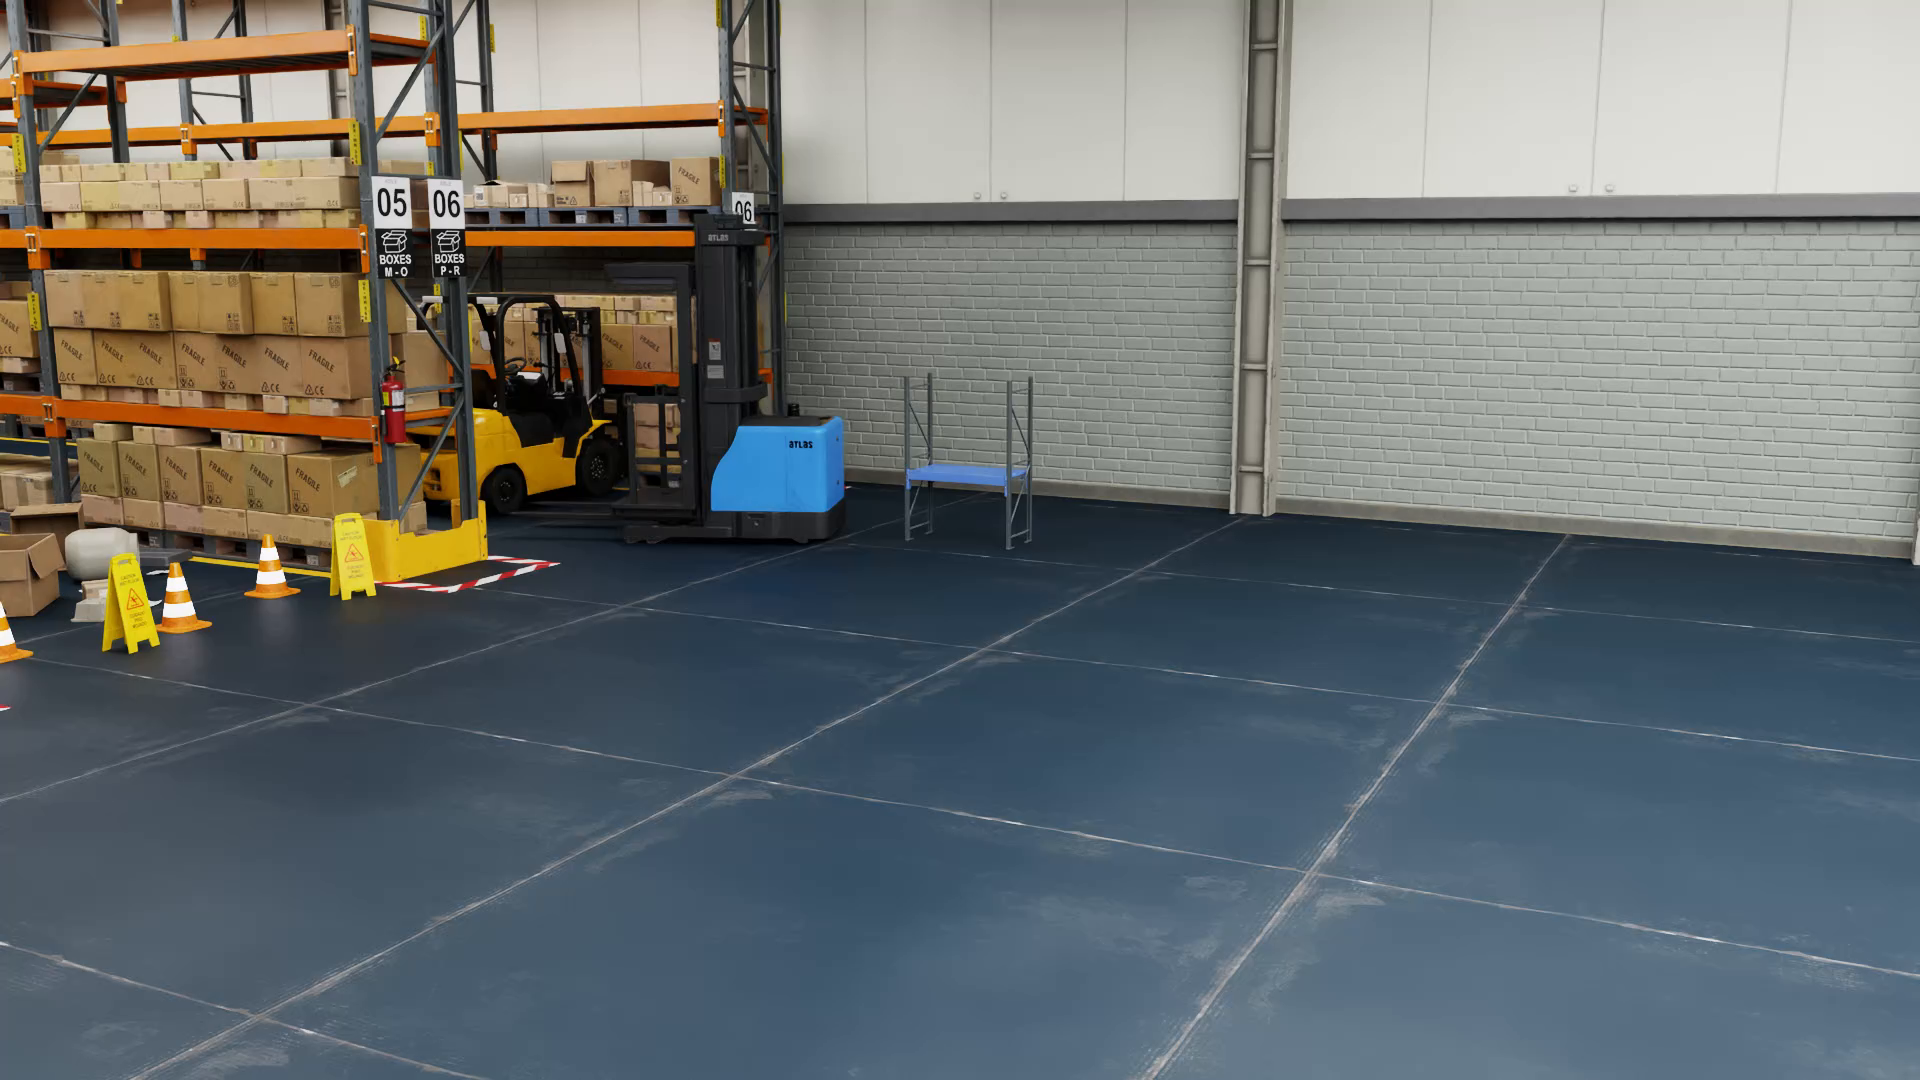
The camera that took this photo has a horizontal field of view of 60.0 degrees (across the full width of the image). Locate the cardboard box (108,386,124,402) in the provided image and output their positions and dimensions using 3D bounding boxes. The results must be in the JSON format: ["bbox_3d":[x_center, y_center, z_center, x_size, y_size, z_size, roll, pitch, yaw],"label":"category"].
[{"bbox_3d":[-7.342,-1.320,14.824,0.250,0.149,0.380,5,11,26],"label":"cardboard box"}]

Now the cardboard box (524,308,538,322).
[{"bbox_3d":[-4.720,-2.553,18.831,0.250,0.149,0.380,5,11,25],"label":"cardboard box"}]

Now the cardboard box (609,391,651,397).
[{"bbox_3d":[-3.901,-1.560,19.181,0.500,0.250,0.500,5,11,25],"label":"cardboard box"}]

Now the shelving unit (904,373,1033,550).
[{"bbox_3d":[0.076,-0.731,15.079,1.048,1.500,0.538,5,11,26],"label":"shelving unit"}]

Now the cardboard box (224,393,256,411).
[{"bbox_3d":[-6.005,-1.193,14.125,0.250,0.149,0.380,5,11,25],"label":"cardboard box"}]

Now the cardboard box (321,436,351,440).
[{"bbox_3d":[-7.631,-1.539,20.818,0.625,0.625,0.875,5,11,23],"label":"cardboard box"}]

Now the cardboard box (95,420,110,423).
[{"bbox_3d":[-11.241,-1.751,22.340,0.500,0.500,0.500,5,11,24],"label":"cardboard box"}]

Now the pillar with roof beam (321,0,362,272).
[{"bbox_3d":[-9.715,-4.961,17.393,0.400,9.000,9.100,5,11,26],"label":"pillar with roof beam"}]

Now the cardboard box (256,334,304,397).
[{"bbox_3d":[-5.452,-1.466,13.813,0.500,0.500,0.500,5,11,26],"label":"cardboard box"}]

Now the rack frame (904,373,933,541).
[{"bbox_3d":[-0.379,-0.771,15.301,0.032,1.500,0.500,5,11,26],"label":"rack frame"}]

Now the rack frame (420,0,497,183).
[{"bbox_3d":[-5.791,-5.292,19.223,0.127,3.000,1.000,5,11,26],"label":"rack frame"}]

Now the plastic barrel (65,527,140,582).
[{"bbox_3d":[-6.919,0.115,13.426,0.512,0.421,0.421,-4,11,-23],"label":"plastic barrel"}]

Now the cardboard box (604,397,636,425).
[{"bbox_3d":[-3.672,-1.434,18.487,0.500,0.250,0.500,5,11,27],"label":"cardboard box"}]

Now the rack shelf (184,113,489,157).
[{"bbox_3d":[-7.585,-4.899,20.193,4.000,0.370,1.077,5,11,26],"label":"rack shelf"}]

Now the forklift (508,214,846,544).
[{"bbox_3d":[-2.636,-1.499,15.305,3.031,2.935,1.130,1,10,6],"label":"forklift"}]

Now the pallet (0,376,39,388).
[{"bbox_3d":[-9.778,-1.618,16.308,1.213,0.211,1.003,5,11,26],"label":"pallet"}]

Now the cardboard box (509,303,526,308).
[{"bbox_3d":[-4.944,-2.721,18.923,0.250,0.149,0.380,5,12,27],"label":"cardboard box"}]

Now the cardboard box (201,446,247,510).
[{"bbox_3d":[-6.150,-0.557,14.343,0.500,0.500,0.500,5,11,24],"label":"cardboard box"}]

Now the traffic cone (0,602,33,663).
[{"bbox_3d":[-6.344,0.546,10.932,0.334,0.463,0.336,5,11,26],"label":"traffic cone"}]

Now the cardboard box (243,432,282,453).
[{"bbox_3d":[-5.814,-0.834,14.048,0.250,0.149,0.380,5,12,27],"label":"cardboard box"}]

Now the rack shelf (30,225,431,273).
[{"bbox_3d":[-6.190,-2.511,14.301,4.000,0.370,1.077,5,11,26],"label":"rack shelf"}]

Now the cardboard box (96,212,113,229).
[{"bbox_3d":[-7.332,-2.804,14.604,0.250,0.149,0.380,5,11,26],"label":"cardboard box"}]

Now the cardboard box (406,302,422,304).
[{"bbox_3d":[-6.691,-2.837,20.398,0.250,0.149,0.380,5,11,25],"label":"cardboard box"}]

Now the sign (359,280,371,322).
[{"bbox_3d":[-4.660,-1.870,13.021,0.005,0.325,0.100,5,11,26],"label":"sign"}]

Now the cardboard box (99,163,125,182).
[{"bbox_3d":[-7.143,-3.152,14.286,0.250,0.149,0.380,5,11,25],"label":"cardboard box"}]

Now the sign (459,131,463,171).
[{"bbox_3d":[-4.157,-3.225,13.767,0.005,0.325,0.100,5,11,26],"label":"sign"}]

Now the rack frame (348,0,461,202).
[{"bbox_3d":[-4.397,-4.184,13.099,0.127,3.000,1.000,5,11,26],"label":"rack frame"}]

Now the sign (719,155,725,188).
[{"bbox_3d":[-2.456,-3.812,17.204,0.005,0.325,0.100,5,11,26],"label":"sign"}]

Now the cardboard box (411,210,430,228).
[{"bbox_3d":[-4.551,-2.662,13.820,0.250,0.149,0.380,5,11,26],"label":"cardboard box"}]

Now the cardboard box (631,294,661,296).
[{"bbox_3d":[-3.528,-2.720,18.918,0.250,0.149,0.380,5,11,24],"label":"cardboard box"}]

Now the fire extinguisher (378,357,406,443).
[{"bbox_3d":[-4.498,-1.111,13.184,0.183,0.674,0.296,5,11,26],"label":"fire extinguisher"}]

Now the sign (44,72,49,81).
[{"bbox_3d":[-12.725,-6.549,23.101,0.005,0.325,0.100,5,11,26],"label":"sign"}]

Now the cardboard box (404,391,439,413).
[{"bbox_3d":[-4.610,-1.168,13.986,0.250,0.149,0.380,5,11,26],"label":"cardboard box"}]

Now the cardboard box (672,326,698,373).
[{"bbox_3d":[-2.761,-2.071,17.989,0.500,0.500,0.500,5,11,25],"label":"cardboard box"}]

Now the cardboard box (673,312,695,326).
[{"bbox_3d":[-2.881,-2.391,17.937,0.250,0.149,0.380,5,12,27],"label":"cardboard box"}]

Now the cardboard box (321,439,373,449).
[{"bbox_3d":[-5.490,-0.604,14.603,0.500,0.500,0.500,5,11,24],"label":"cardboard box"}]

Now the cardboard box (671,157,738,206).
[{"bbox_3d":[-2.709,-3.802,17.671,0.500,0.500,0.500,5,12,28],"label":"cardboard box"}]

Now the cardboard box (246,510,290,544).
[{"bbox_3d":[-5.702,-0.148,14.188,0.500,0.250,0.500,5,11,26],"label":"cardboard box"}]

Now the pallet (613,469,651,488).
[{"bbox_3d":[-3.998,-0.803,19.092,1.213,0.211,1.003,5,11,26],"label":"pallet"}]

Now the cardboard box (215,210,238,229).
[{"bbox_3d":[-5.977,-2.673,13.879,0.250,0.149,0.380,5,11,24],"label":"cardboard box"}]

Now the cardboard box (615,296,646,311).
[{"bbox_3d":[-3.573,-2.599,18.252,0.250,0.149,0.380,5,12,27],"label":"cardboard box"}]

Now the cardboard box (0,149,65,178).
[{"bbox_3d":[-8.560,-3.427,15.179,0.500,0.250,0.500,5,12,27],"label":"cardboard box"}]

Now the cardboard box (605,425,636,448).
[{"bbox_3d":[-3.696,-1.191,18.548,0.500,0.250,0.500,5,11,25],"label":"cardboard box"}]

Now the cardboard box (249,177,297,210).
[{"bbox_3d":[-5.420,-2.820,13.570,0.500,0.250,0.500,5,11,25],"label":"cardboard box"}]

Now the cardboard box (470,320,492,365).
[{"bbox_3d":[-5.509,-2.313,19.324,0.500,0.500,0.500,5,11,24],"label":"cardboard box"}]

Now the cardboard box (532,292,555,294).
[{"bbox_3d":[-4.921,-2.833,19.542,0.250,0.149,0.380,5,11,25],"label":"cardboard box"}]

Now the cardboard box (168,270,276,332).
[{"bbox_3d":[-6.291,-2.051,14.237,0.500,0.500,0.700,5,11,25],"label":"cardboard box"}]

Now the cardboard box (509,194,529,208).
[{"bbox_3d":[-4.834,-3.804,18.668,0.250,0.149,0.380,5,12,28],"label":"cardboard box"}]

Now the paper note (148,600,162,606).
[{"bbox_3d":[-6.125,0.473,12.553,0.142,0.019,0.148,1,10,6],"label":"paper note"}]

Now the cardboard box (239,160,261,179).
[{"bbox_3d":[-5.703,-3.048,13.714,0.250,0.149,0.380,5,11,26],"label":"cardboard box"}]
